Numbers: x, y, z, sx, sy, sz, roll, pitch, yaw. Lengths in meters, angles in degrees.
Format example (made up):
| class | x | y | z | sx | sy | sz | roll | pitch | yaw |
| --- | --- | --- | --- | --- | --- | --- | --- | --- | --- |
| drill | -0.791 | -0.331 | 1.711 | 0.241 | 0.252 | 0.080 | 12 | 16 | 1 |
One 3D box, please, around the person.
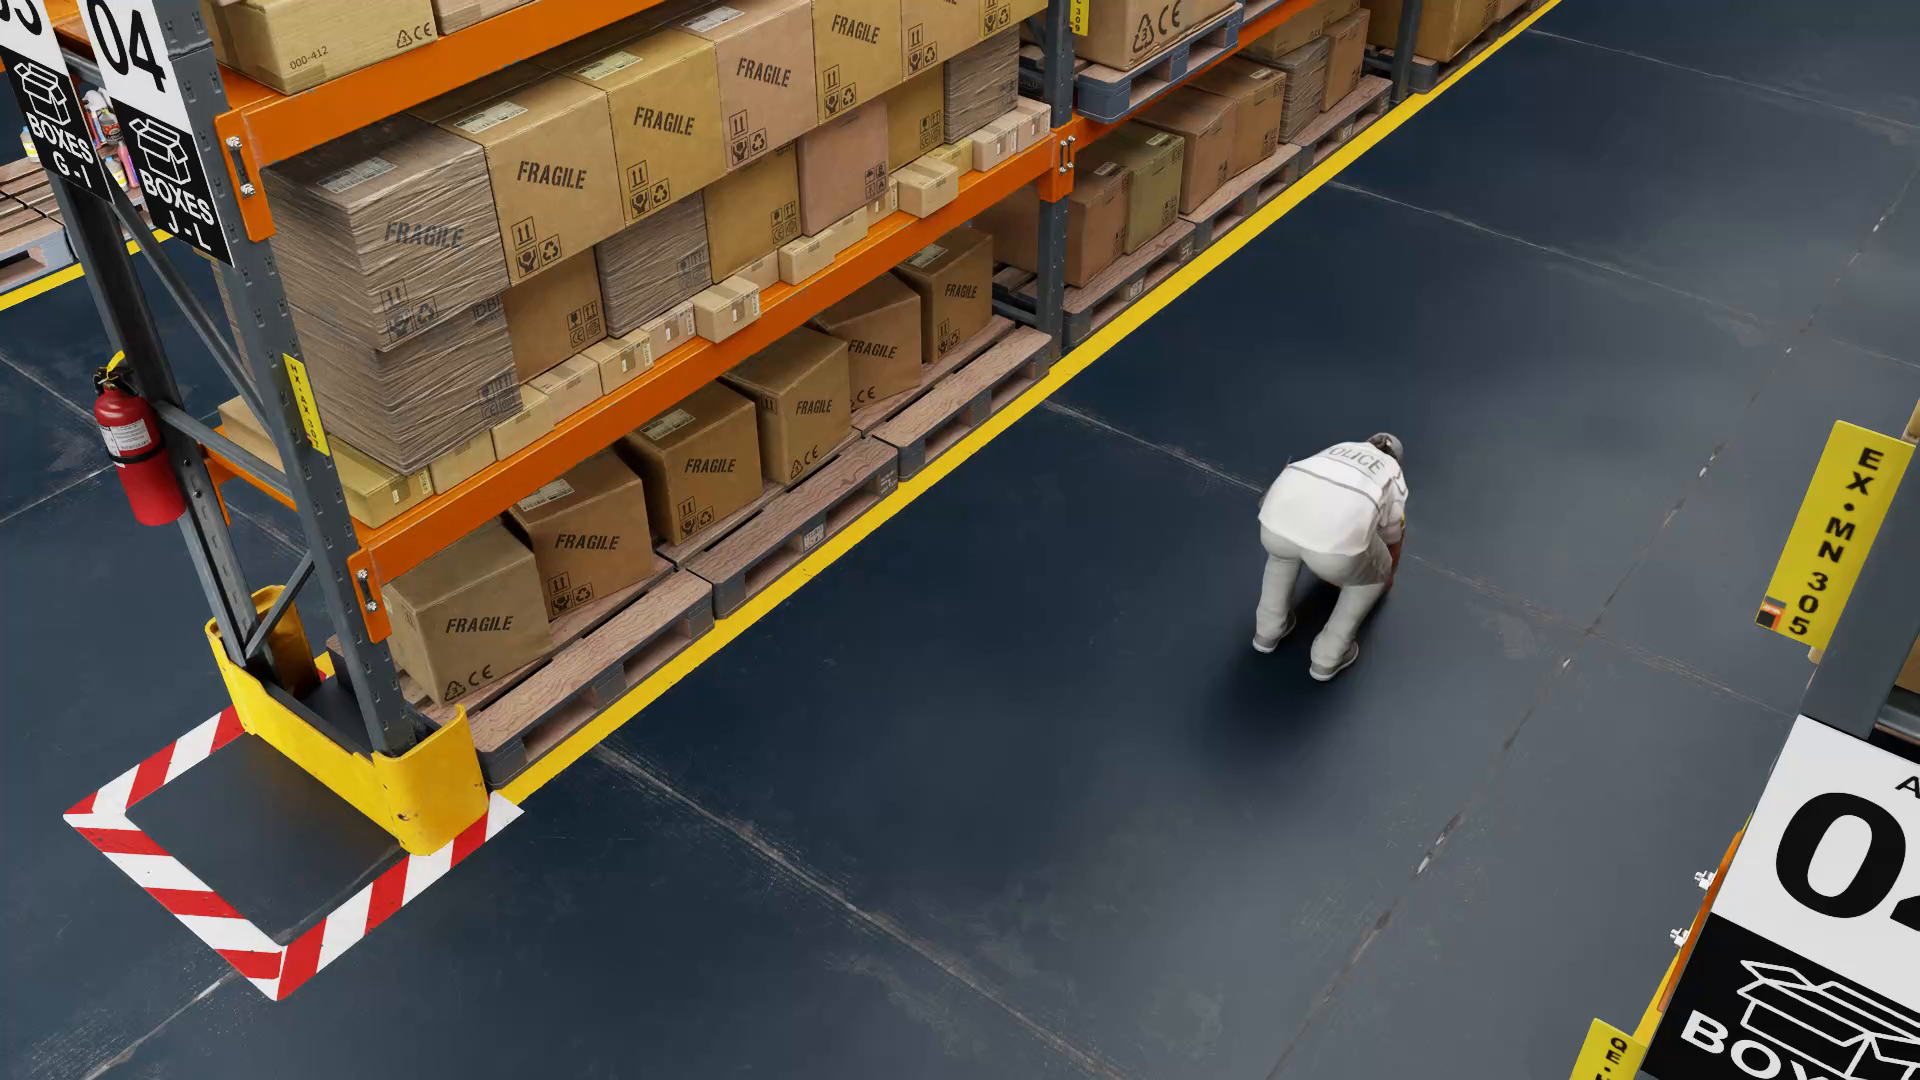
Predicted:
| class | x | y | z | sx | sy | sz | roll | pitch | yaw |
| --- | --- | --- | --- | --- | --- | --- | --- | --- | --- |
| person | 1.514 | 0.002 | 6.716 | 0.453 | 0.953 | 0.923 | 24 | 45 | 26 |
